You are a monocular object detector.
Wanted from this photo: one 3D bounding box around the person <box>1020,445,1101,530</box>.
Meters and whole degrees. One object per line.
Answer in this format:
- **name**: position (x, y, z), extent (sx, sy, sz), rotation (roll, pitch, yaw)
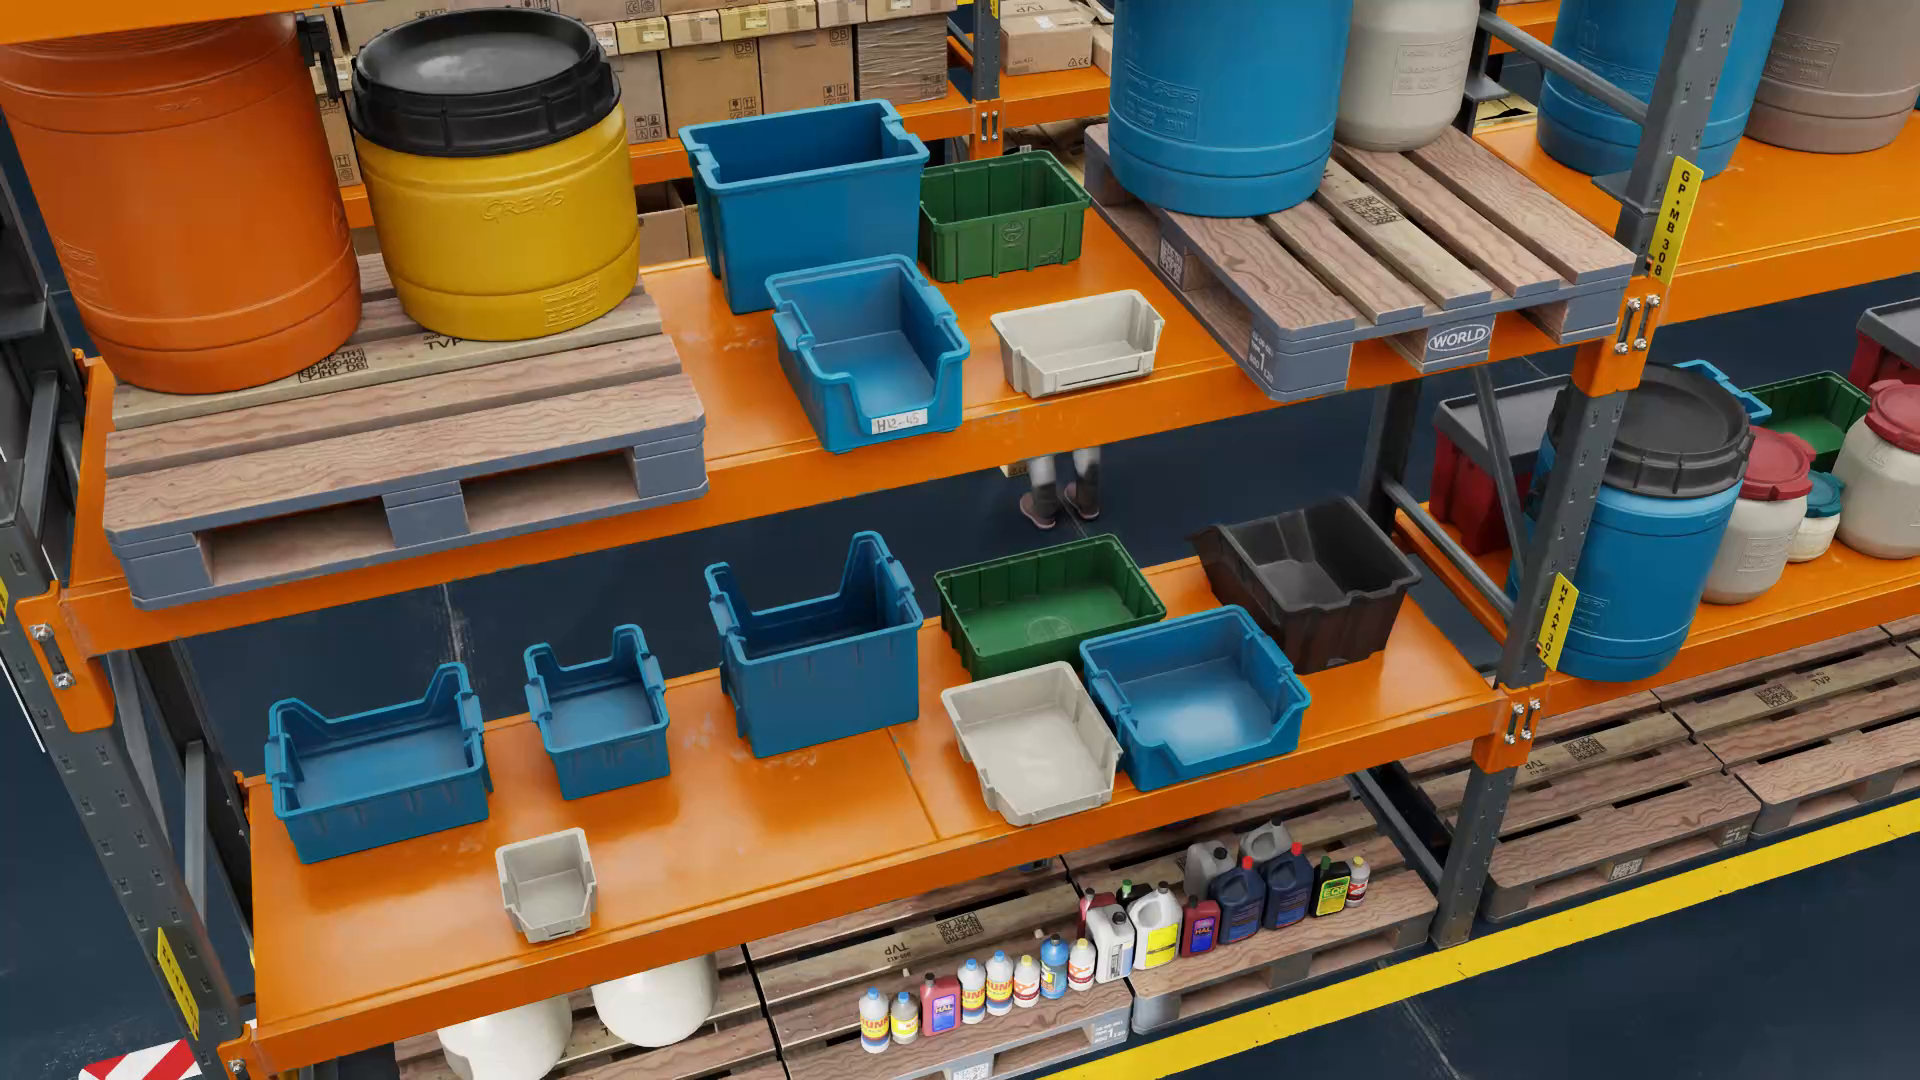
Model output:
- **person**: position (0.472, -0.791, 7.808), extent (0.438, 1.655, 0.304), rotation (-12, 40, -15)
